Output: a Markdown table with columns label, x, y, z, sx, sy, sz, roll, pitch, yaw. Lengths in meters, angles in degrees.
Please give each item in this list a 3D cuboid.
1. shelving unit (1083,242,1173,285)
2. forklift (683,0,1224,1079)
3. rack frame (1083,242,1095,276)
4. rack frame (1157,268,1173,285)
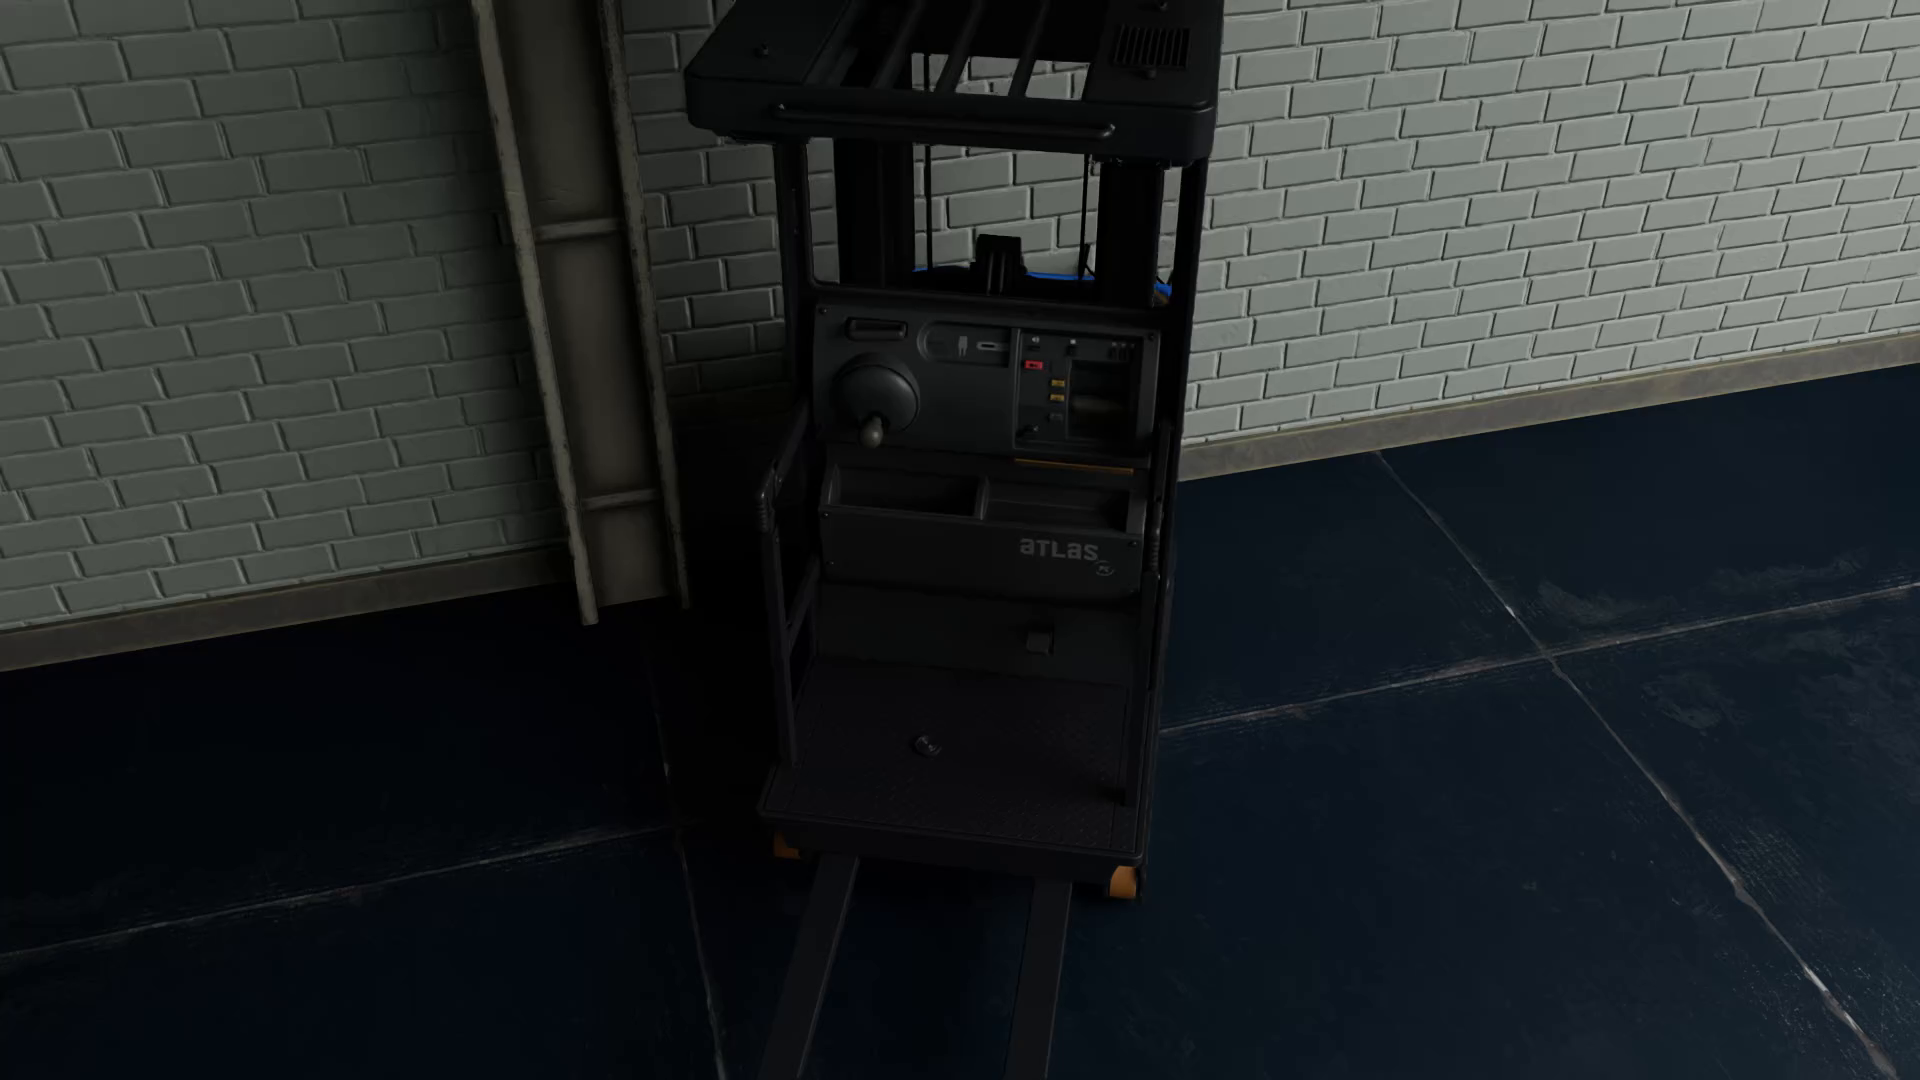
| label | x | y | z | sx | sy | sz | roll | pitch | yaw |
| --- | --- | --- | --- | --- | --- | --- | --- | --- | --- |
| shelving unit | 0.503 | -0.555 | 6.065 | 0.252 | 1.050 | 0.215 | -1 | 35 | -19 |
| forklift | 0.033 | -0.348 | 4.293 | 1.130 | 2.935 | 3.031 | 5 | 38 | 7 |
| rack frame | 0.388 | -0.553 | 6.026 | 0.008 | 1.050 | 0.200 | -1 | 35 | -19 |
| rack frame | 0.619 | -0.557 | 6.104 | 0.008 | 1.050 | 0.200 | -1 | 35 | -19 |
